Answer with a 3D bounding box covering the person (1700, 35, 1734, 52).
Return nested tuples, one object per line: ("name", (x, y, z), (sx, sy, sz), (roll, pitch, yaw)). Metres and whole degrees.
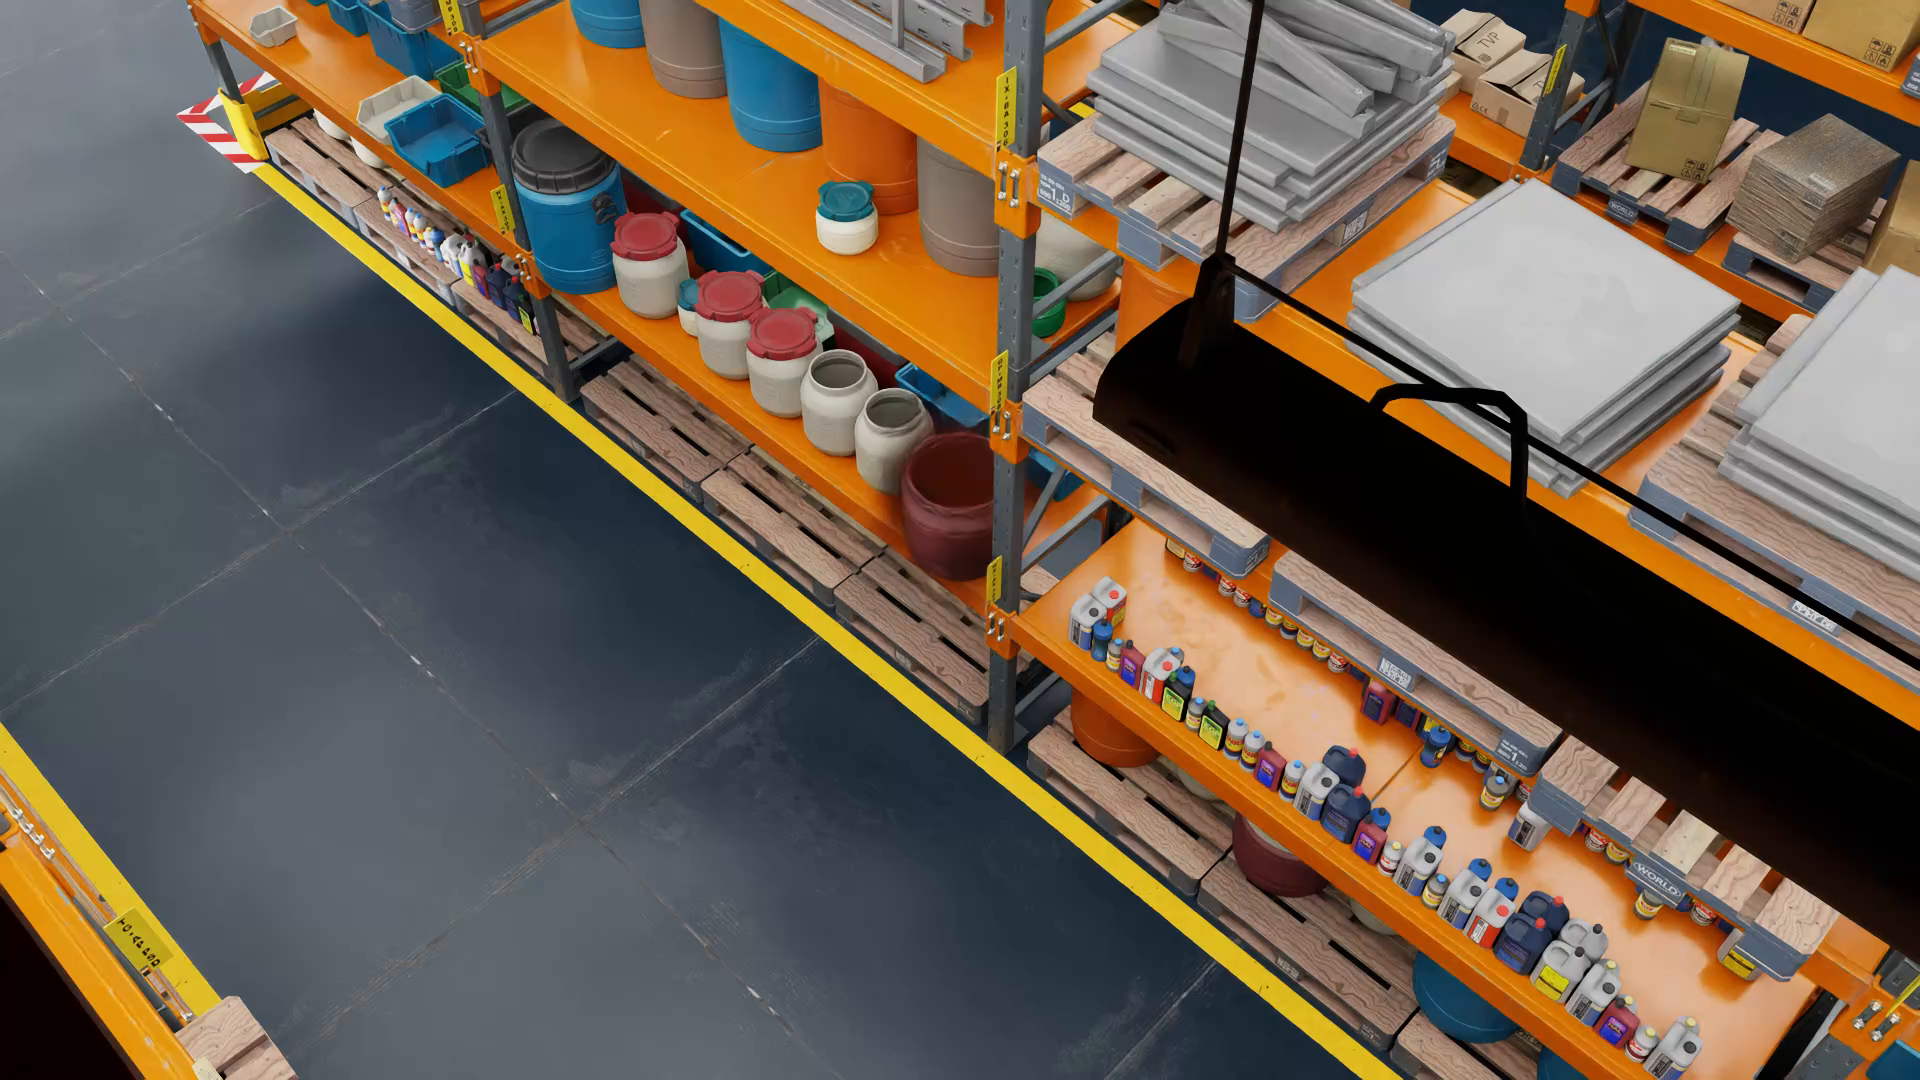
("person", (5.296, -3.152, 11.981), (0.367, 1.598, 0.484), (30, 56, 23))
